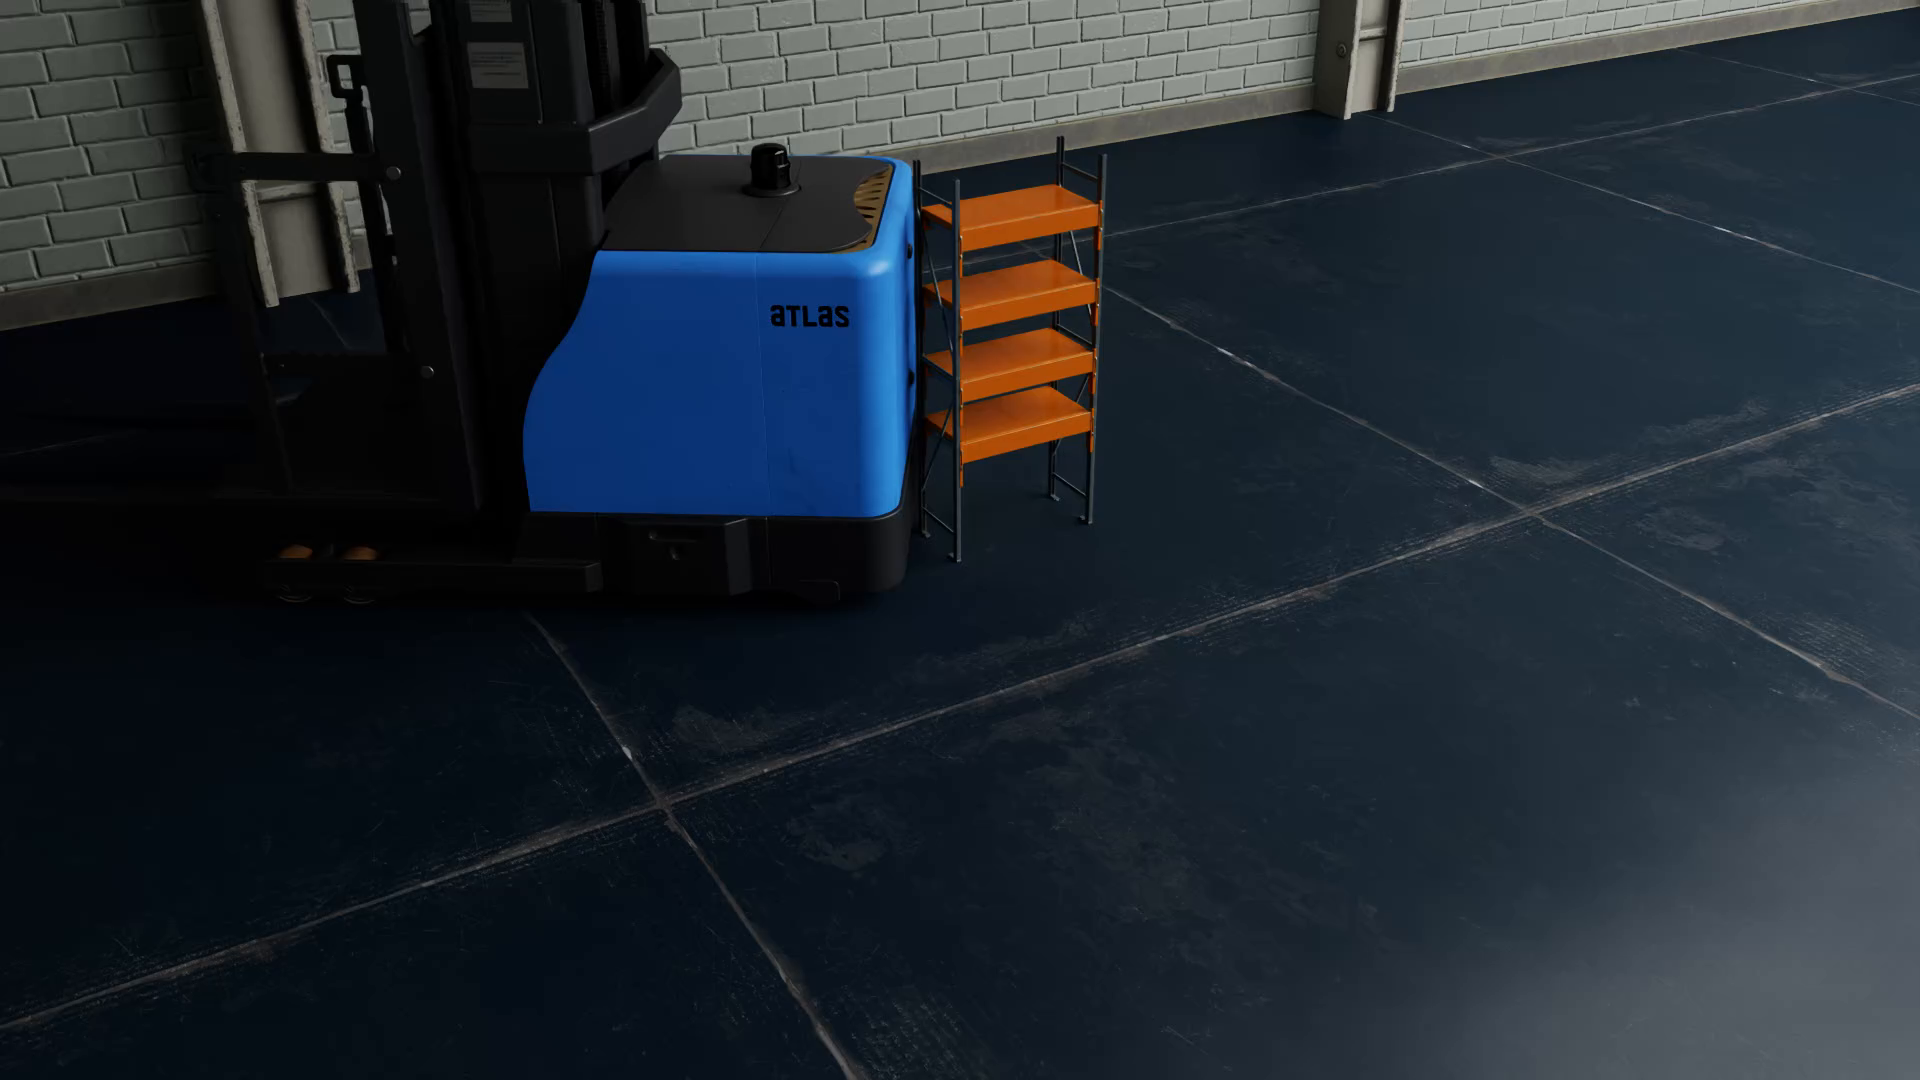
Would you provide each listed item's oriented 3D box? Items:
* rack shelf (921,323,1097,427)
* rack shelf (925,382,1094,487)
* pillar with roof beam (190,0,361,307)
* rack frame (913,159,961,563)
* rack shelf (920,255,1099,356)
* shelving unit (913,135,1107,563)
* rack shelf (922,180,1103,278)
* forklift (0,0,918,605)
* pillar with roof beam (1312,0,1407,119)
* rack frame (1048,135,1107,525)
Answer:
[{"bbox_3d":[0.145,-0.508,5.065,0.480,0.148,0.258,-16,32,-26],"label":"rack shelf"},{"bbox_3d":[0.146,-0.333,5.161,0.480,0.148,0.258,-16,32,-26],"label":"rack shelf"},{"bbox_3d":[-0.663,-3.241,1.809,0.400,9.000,9.100,-16,33,-26],"label":"pillar with roof beam"},{"bbox_3d":[-0.065,-0.507,4.925,0.015,1.200,0.240,-16,32,-26],"label":"rack frame"},{"bbox_3d":[0.145,-0.704,4.958,0.480,0.148,0.258,-16,32,-26],"label":"rack shelf"},{"bbox_3d":[0.145,-0.567,5.033,0.503,1.200,0.258,-16,32,-26],"label":"shelving unit"},{"bbox_3d":[0.144,-0.911,4.844,0.480,0.148,0.258,-16,32,-26],"label":"rack shelf"},{"bbox_3d":[-1.659,-1.348,4.659,3.031,2.935,1.130,1,29,2],"label":"forklift"},{"bbox_3d":[4.510,-4.710,4.470,0.400,9.000,9.100,-16,33,-26],"label":"pillar with roof beam"},{"bbox_3d":[0.356,-0.626,5.141,0.015,1.200,0.240,-16,32,-26],"label":"rack frame"}]
